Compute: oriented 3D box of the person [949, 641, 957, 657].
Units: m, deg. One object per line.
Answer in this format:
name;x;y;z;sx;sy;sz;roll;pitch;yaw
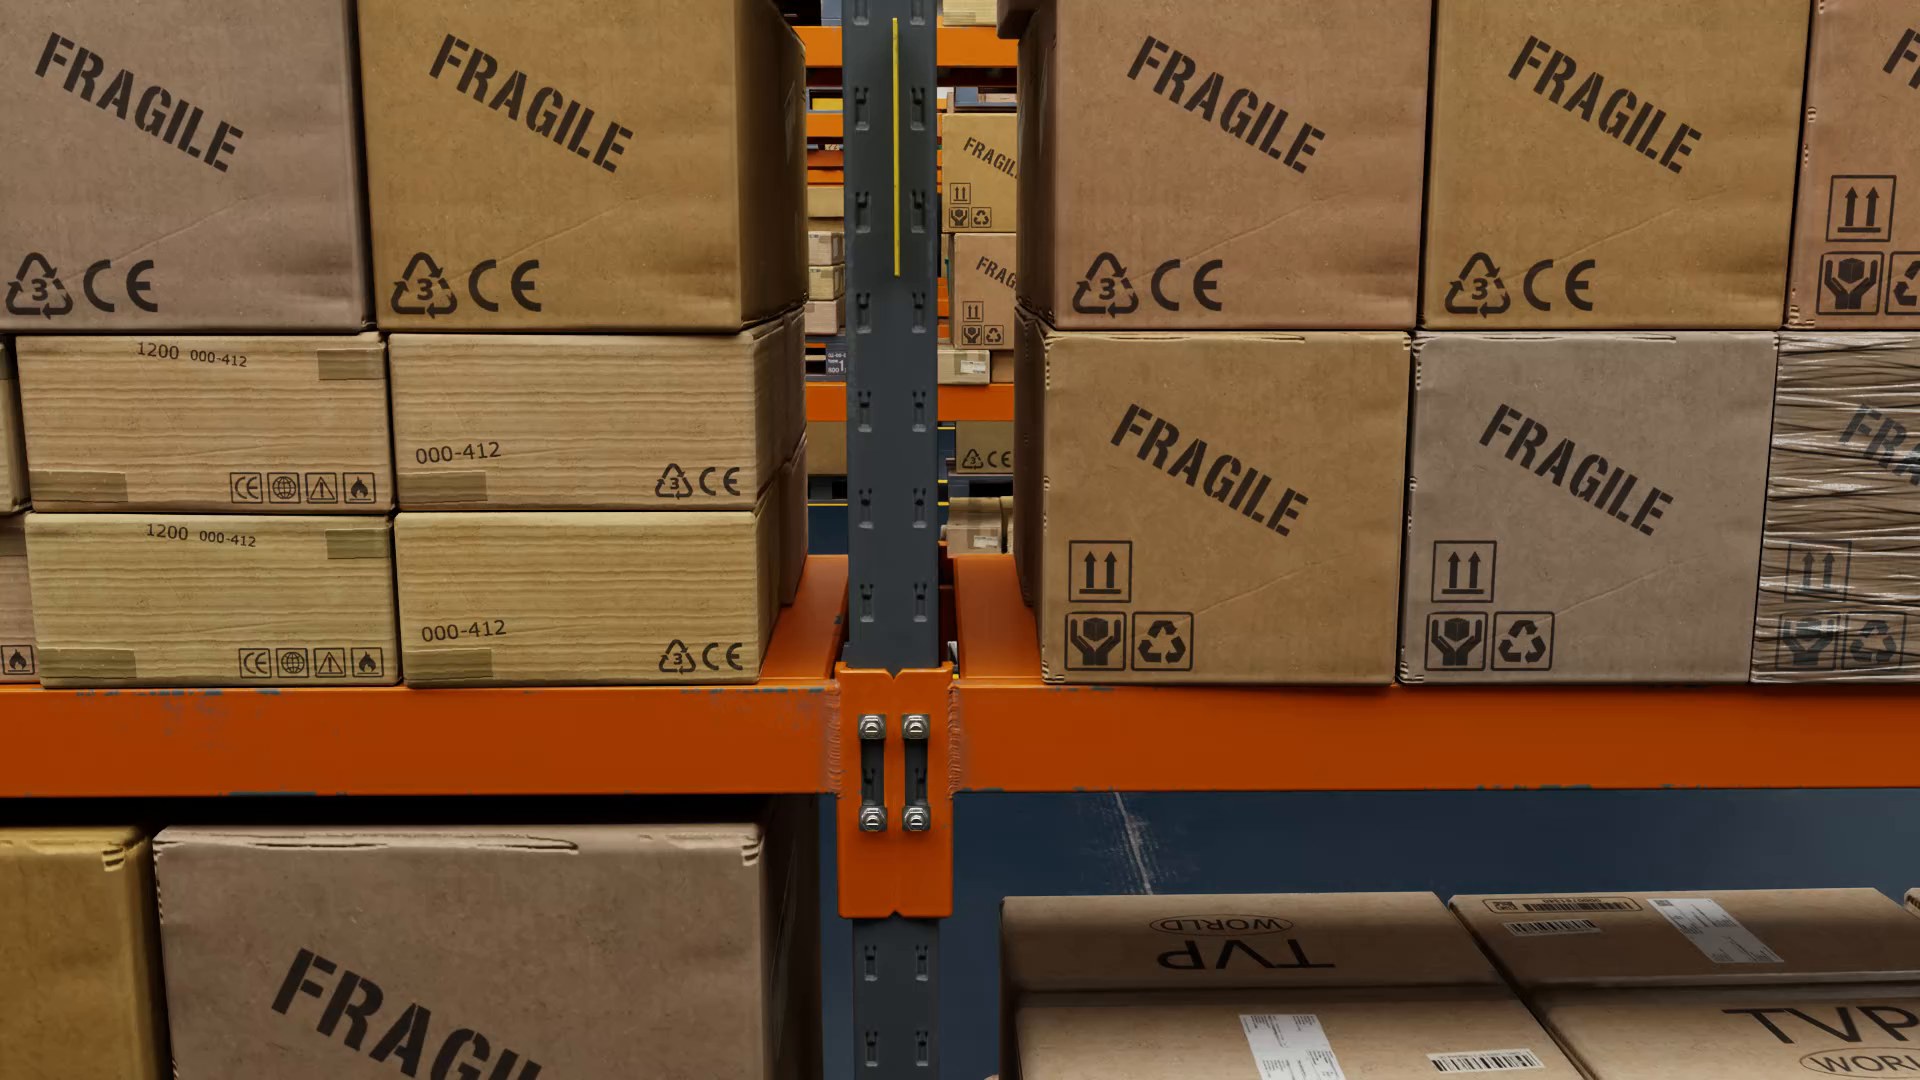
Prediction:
person;0.420;0.412;6.460;1.001;0.877;0.541;-3;11;-15
